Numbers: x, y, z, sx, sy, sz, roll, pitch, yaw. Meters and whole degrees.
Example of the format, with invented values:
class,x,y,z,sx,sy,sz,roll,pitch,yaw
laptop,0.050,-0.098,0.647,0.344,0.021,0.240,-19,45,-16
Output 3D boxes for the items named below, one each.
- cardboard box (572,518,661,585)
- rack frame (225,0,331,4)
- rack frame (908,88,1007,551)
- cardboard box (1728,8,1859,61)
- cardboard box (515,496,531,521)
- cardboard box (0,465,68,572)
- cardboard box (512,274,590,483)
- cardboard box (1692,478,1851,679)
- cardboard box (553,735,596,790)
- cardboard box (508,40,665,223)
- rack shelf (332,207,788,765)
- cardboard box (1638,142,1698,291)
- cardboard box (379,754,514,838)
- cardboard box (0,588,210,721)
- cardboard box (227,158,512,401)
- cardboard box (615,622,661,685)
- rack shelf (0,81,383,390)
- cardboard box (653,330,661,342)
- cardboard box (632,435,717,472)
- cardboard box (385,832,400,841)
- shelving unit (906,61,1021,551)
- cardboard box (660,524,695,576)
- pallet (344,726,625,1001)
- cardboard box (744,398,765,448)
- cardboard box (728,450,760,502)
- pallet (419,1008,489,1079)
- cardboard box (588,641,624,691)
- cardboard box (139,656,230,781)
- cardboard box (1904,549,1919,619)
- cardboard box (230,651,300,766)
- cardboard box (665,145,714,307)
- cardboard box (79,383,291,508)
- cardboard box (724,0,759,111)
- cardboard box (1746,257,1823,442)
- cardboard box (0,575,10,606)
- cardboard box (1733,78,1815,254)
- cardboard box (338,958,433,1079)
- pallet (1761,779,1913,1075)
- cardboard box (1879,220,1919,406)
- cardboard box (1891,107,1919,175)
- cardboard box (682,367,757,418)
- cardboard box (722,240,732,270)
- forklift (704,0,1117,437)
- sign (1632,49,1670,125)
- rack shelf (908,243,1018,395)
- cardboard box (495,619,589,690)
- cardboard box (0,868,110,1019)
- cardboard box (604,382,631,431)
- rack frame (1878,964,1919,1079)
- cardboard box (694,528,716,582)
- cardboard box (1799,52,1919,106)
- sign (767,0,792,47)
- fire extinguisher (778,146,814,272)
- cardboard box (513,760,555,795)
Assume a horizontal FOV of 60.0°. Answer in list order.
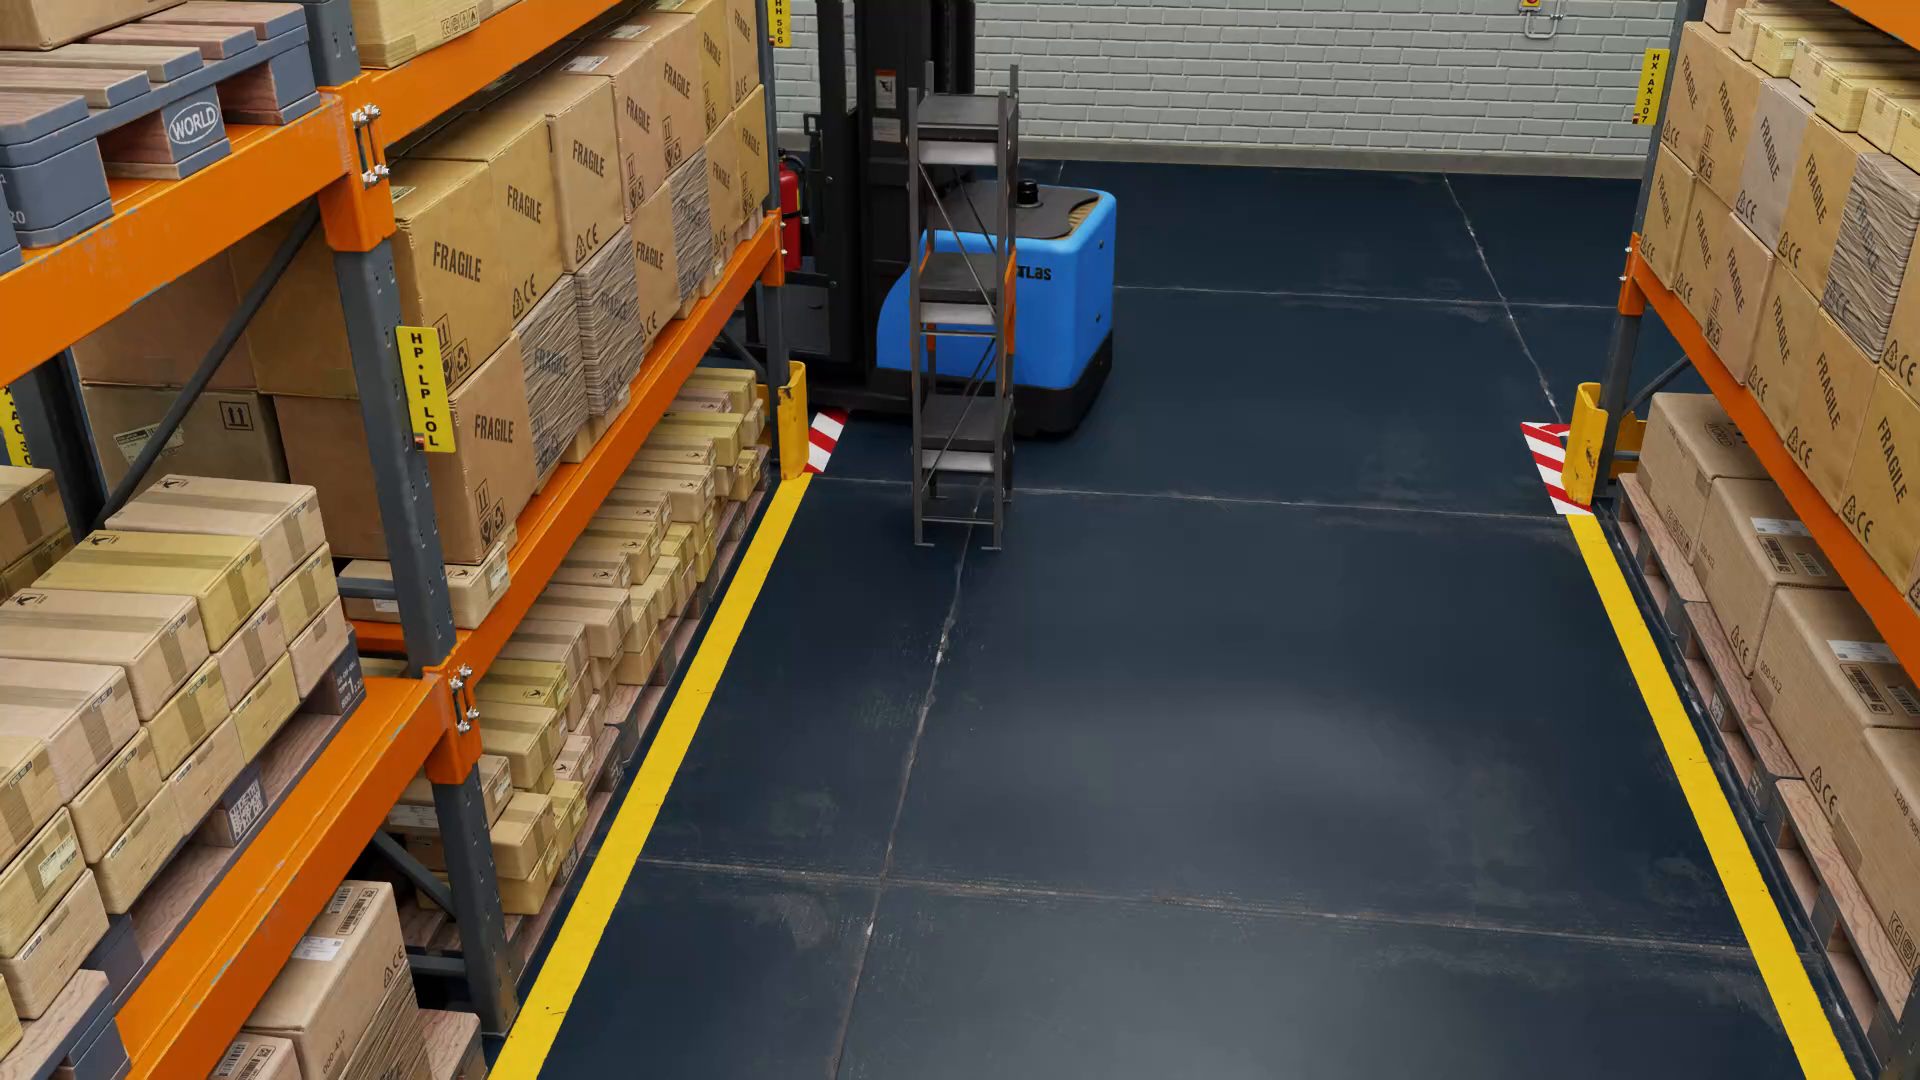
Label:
class,x,y,z,sx,sy,sz,roll,pitch,yaw
cardboard box,-1.384,0.040,6.449,0.380,0.149,0.250,3,29,6
rack frame,-1.848,-2.525,2.949,1.000,3.000,0.127,3,28,6
rack frame,-0.010,-0.887,7.183,0.400,2.100,0.015,3,28,6
cardboard box,3.142,-1.902,6.275,0.380,0.149,0.250,4,29,8
cardboard box,-1.550,-0.142,5.116,0.380,0.149,0.250,2,28,4
cardboard box,-2.353,-0.061,3.896,0.380,0.149,0.250,5,29,9
cardboard box,-1.484,-0.511,5.116,0.500,0.500,0.500,3,28,6
cardboard box,3.482,0.164,6.541,0.875,0.438,0.875,4,29,8
cardboard box,-1.473,0.788,5.687,0.380,0.149,0.250,3,28,6
cardboard box,-1.346,-1.419,5.748,0.500,0.500,0.500,2,28,4
rack shelf,-1.603,-0.509,6.290,1.077,0.370,4.000,3,28,6
cardboard box,3.223,-1.361,7.009,0.500,0.500,0.500,3,28,6
cardboard box,-1.600,0.774,5.086,0.380,0.149,0.250,4,29,8
cardboard box,-1.769,0.228,3.359,0.380,0.149,0.250,2,28,5
cardboard box,-1.551,-0.697,4.408,0.500,0.500,0.500,4,29,7
cardboard box,-1.366,0.420,6.370,0.380,0.149,0.250,3,28,5
rack shelf,-2.093,0.054,2.084,1.077,0.370,4.000,3,28,6
cardboard box,-1.363,-0.885,6.495,0.380,0.149,0.250,2,28,4
cardboard box,-1.260,-0.332,7.140,0.380,0.149,0.250,2,28,4
cardboard box,-2.023,0.864,5.546,0.380,0.149,0.250,4,29,8
shelving unit,0.020,-1.002,7.397,0.431,2.100,0.503,3,28,6
cardboard box,-1.302,0.046,6.751,0.380,0.149,0.250,5,29,9
pallet,-1.801,1.026,5.624,1.003,0.211,1.213,3,28,6
cardboard box,-1.140,-0.562,7.881,0.380,0.149,0.250,3,28,5
cardboard box,-1.147,-0.310,7.725,0.380,0.149,0.250,4,29,8
pallet,-1.942,1.710,4.353,1.003,0.211,1.213,3,28,6
cardboard box,-1.457,0.407,6.081,0.380,0.149,0.250,5,29,9
cardboard box,-1.765,0.350,3.446,0.380,0.149,0.250,5,29,8
cardboard box,2.880,0.079,4.335,0.500,0.500,0.500,4,29,7
cardboard box,-1.732,0.363,3.736,0.380,0.149,0.250,4,29,6
cardboard box,-1.279,-1.234,6.459,0.500,0.500,0.500,3,29,6
cardboard box,-2.069,-0.303,4.731,0.500,0.500,0.500,3,28,6
cardboard box,-1.167,-2.152,7.109,0.500,0.500,0.500,3,28,5
cardboard box,3.064,-0.647,5.682,0.500,0.500,0.500,4,29,8
cardboard box,-2.383,0.192,3.740,0.380,0.149,0.250,3,28,5
cardboard box,3.114,-1.315,5.869,0.500,0.500,0.500,3,28,6
cardboard box,-1.689,1.395,4.191,0.500,0.500,0.500,3,28,5
pallet,3.248,1.230,5.243,1.003,0.211,1.213,3,28,6
cardboard box,2.931,-0.605,4.550,0.500,0.500,0.500,3,28,5
cardboard box,3.018,-1.175,4.925,0.380,0.149,0.250,3,28,5
cardboard box,-1.172,-0.695,7.812,0.380,0.149,0.250,4,29,7
cardboard box,-1.201,-1.252,7.177,0.380,0.149,0.250,3,28,6
forklift,-0.716,-2.228,8.796,3.031,2.935,1.130,9,29,15
sign,3.017,-1.978,7.262,0.100,0.325,0.005,3,28,6
rack shelf,0.020,-0.990,7.403,0.431,0.518,0.480,3,28,6
cardboard box,-1.516,0.402,5.777,0.380,0.149,0.250,3,28,5
cardboard box,-1.824,0.729,3.056,0.380,0.149,0.250,2,28,4
cardboard box,-1.376,-0.510,5.799,0.380,0.149,0.250,5,29,8
rack frame,3.080,0.356,3.926,0.949,2.616,0.053,3,28,6
cardboard box,-1.251,0.050,7.057,0.380,0.149,0.250,2,28,4
cardboard box,3.075,-1.536,5.594,0.380,0.149,0.250,4,29,7
sign,-0.810,-2.374,7.440,0.100,0.325,0.005,3,28,6
fire extinguisher,-0.869,-1.660,8.144,0.296,0.674,0.183,3,28,6
cardboard box,-1.544,0.779,5.391,0.380,0.149,0.250,4,29,7
